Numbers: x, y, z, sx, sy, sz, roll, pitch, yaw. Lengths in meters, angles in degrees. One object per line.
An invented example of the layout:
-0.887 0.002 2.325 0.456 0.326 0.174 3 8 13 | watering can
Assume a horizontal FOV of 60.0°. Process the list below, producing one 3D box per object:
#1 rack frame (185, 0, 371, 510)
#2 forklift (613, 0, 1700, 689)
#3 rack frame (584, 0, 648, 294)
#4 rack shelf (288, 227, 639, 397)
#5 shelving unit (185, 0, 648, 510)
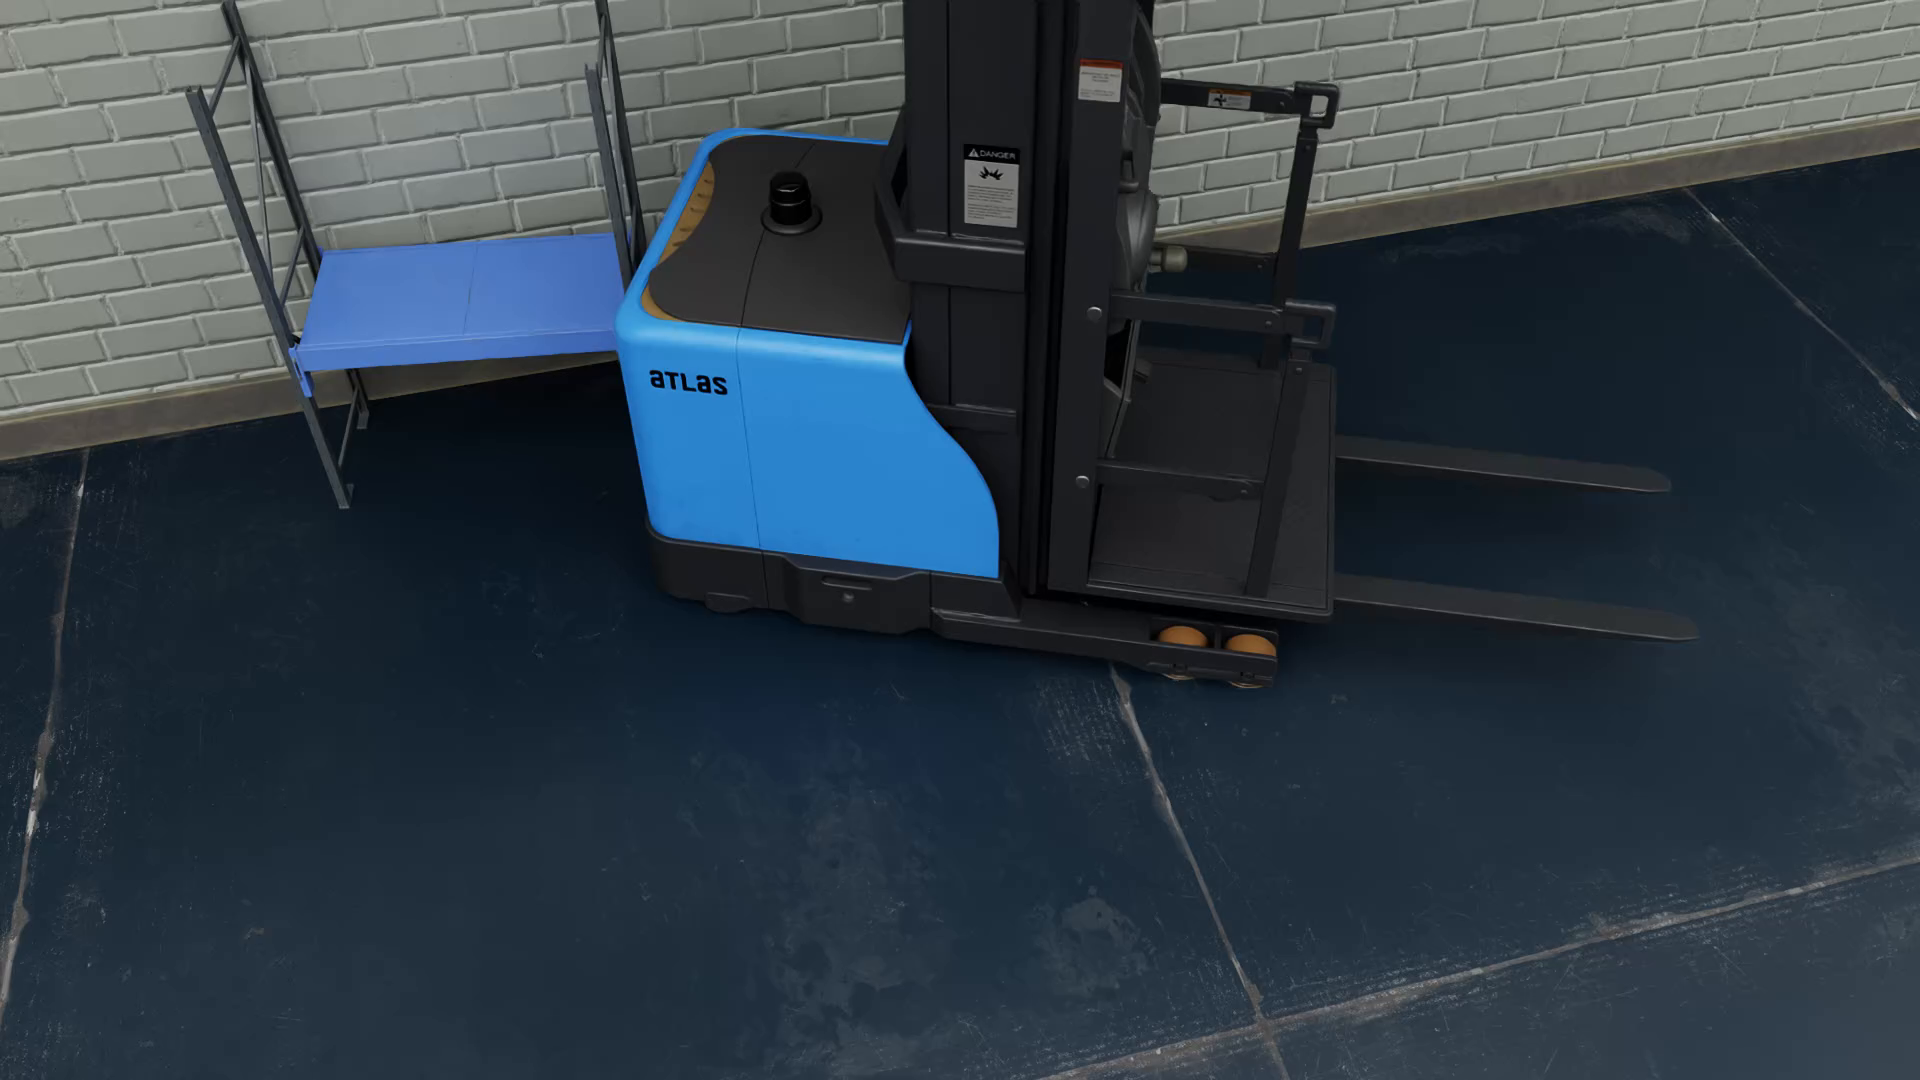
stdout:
-2.005 -0.801 4.985 0.032 1.500 0.500 -4 46 -4 | rack frame
0.638 -1.006 4.184 3.031 2.935 1.130 7 46 7 | forklift
-0.995 -0.880 5.062 0.032 1.500 0.500 -4 46 -4 | rack frame
-1.500 -0.715 5.152 1.000 0.185 0.538 -4 46 -4 | rack shelf
-1.500 -0.840 5.024 1.048 1.500 0.538 -4 46 -4 | shelving unit
